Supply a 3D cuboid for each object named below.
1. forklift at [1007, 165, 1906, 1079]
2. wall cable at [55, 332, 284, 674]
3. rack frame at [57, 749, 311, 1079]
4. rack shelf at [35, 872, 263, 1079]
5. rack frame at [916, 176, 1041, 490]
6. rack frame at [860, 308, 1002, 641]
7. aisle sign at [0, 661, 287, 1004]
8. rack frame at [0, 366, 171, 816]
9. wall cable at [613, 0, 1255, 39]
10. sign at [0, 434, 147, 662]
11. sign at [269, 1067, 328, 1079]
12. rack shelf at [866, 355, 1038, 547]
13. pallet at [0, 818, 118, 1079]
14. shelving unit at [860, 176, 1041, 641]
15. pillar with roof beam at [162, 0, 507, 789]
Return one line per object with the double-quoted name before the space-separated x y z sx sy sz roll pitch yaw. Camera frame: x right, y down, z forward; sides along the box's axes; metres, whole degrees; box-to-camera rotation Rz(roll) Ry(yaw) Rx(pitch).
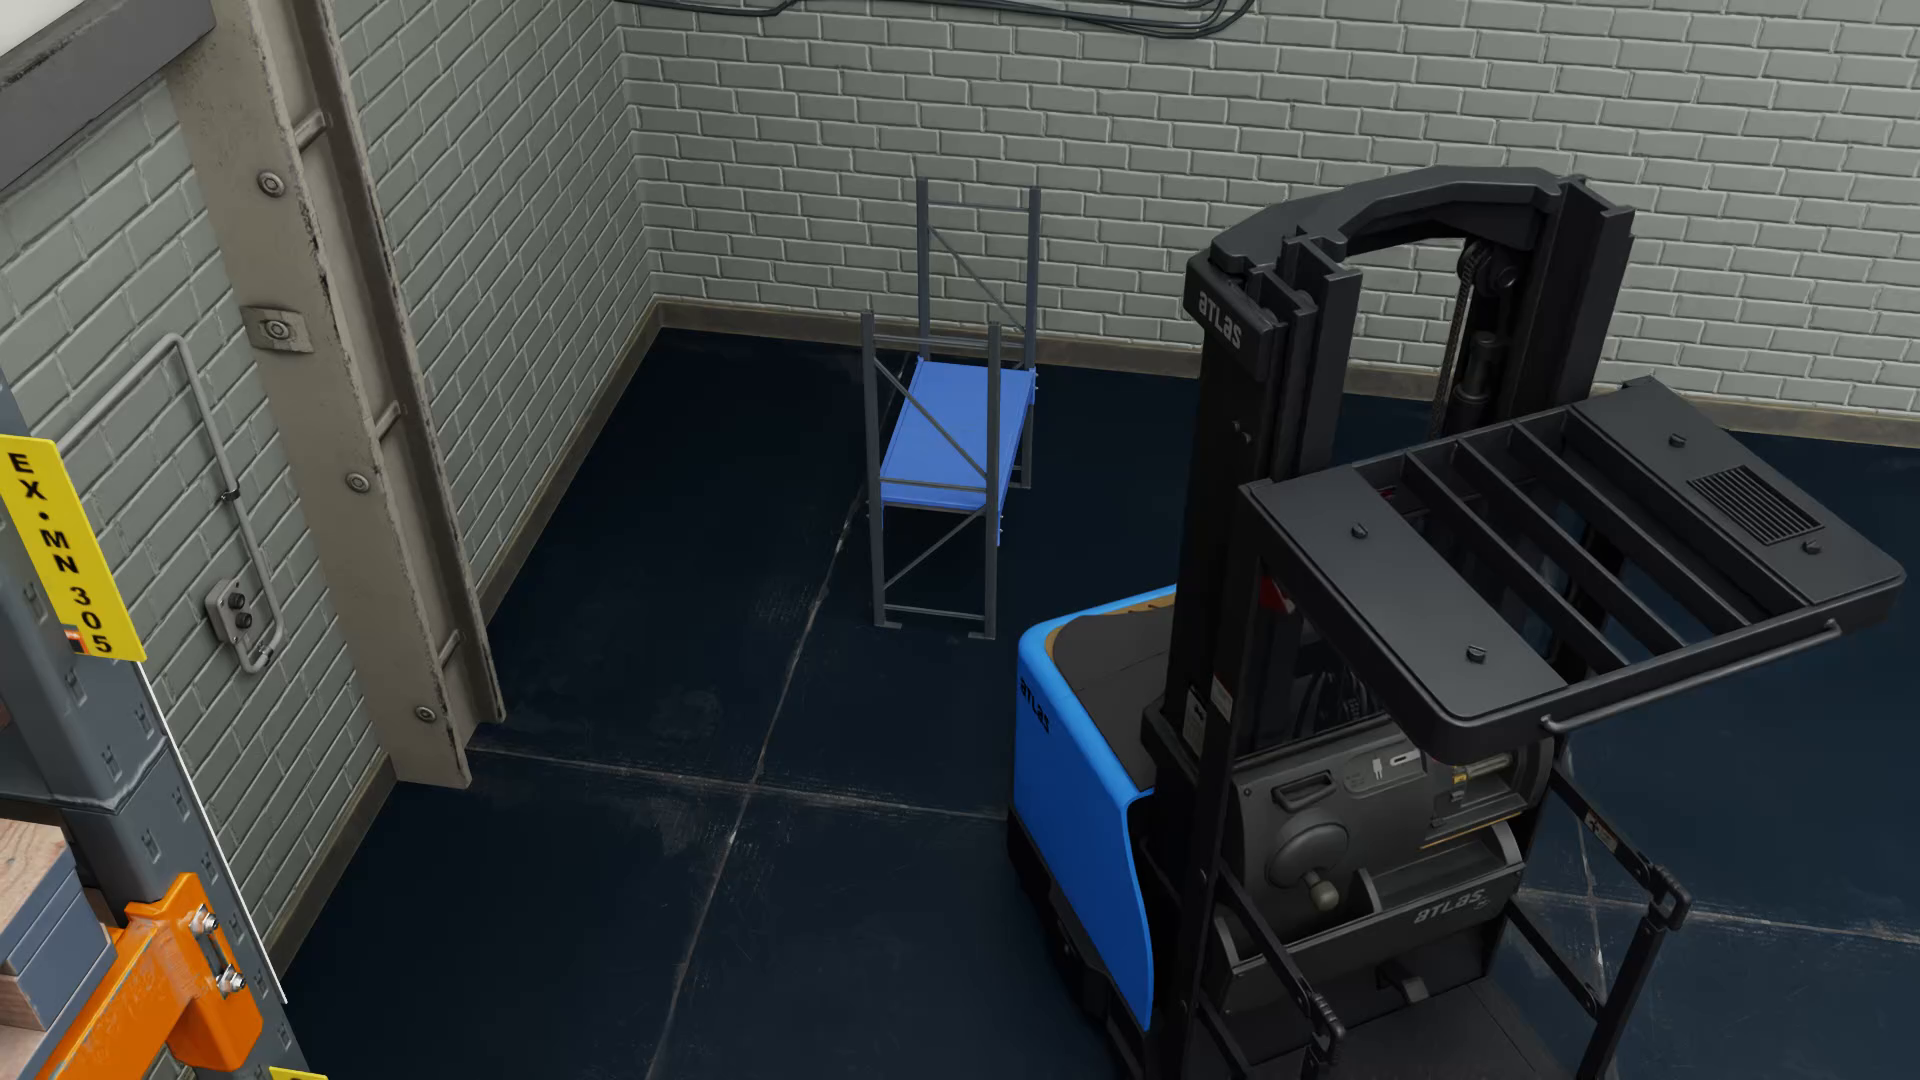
"forklift" 1.198 0.725 4.073 1.130 2.935 3.031 -15 42 -17
"wall cable" -2.264 0.113 3.962 0.084 1.984 1.851 6 40 8
"rack frame" -1.554 1.412 3.188 1.000 3.000 0.127 6 40 8
"rack shelf" -1.900 1.789 0.943 1.077 0.370 4.000 6 40 8
"rack frame" 0.073 -0.844 7.093 0.500 1.500 0.032 6 40 8
"rack frame" -0.103 -0.205 6.321 0.500 1.500 0.032 6 40 8
"aisle sign" -1.246 0.398 2.374 0.394 0.787 0.004 6 40 8
"rack frame" -1.554 -0.900 1.276 1.000 3.000 0.127 6 40 8
"wall cable" -0.223 -3.213 6.511 3.097 2.526 0.112 6 40 8
"sign" -1.022 0.014 1.892 0.100 0.325 0.005 6 40 8
"sign" -1.022 0.943 2.660 0.100 0.325 0.005 6 40 8
"rack shelf" -0.015 -0.386 6.822 0.538 0.185 1.000 6 40 8
"pallet" -1.672 0.757 1.696 1.003 0.211 1.213 6 40 8
"shelving unit" -0.015 -0.524 6.707 0.538 1.500 1.048 6 40 8
"pillar with roof beam" 2.301 -2.215 2.867 9.100 9.000 0.400 6 40 8
